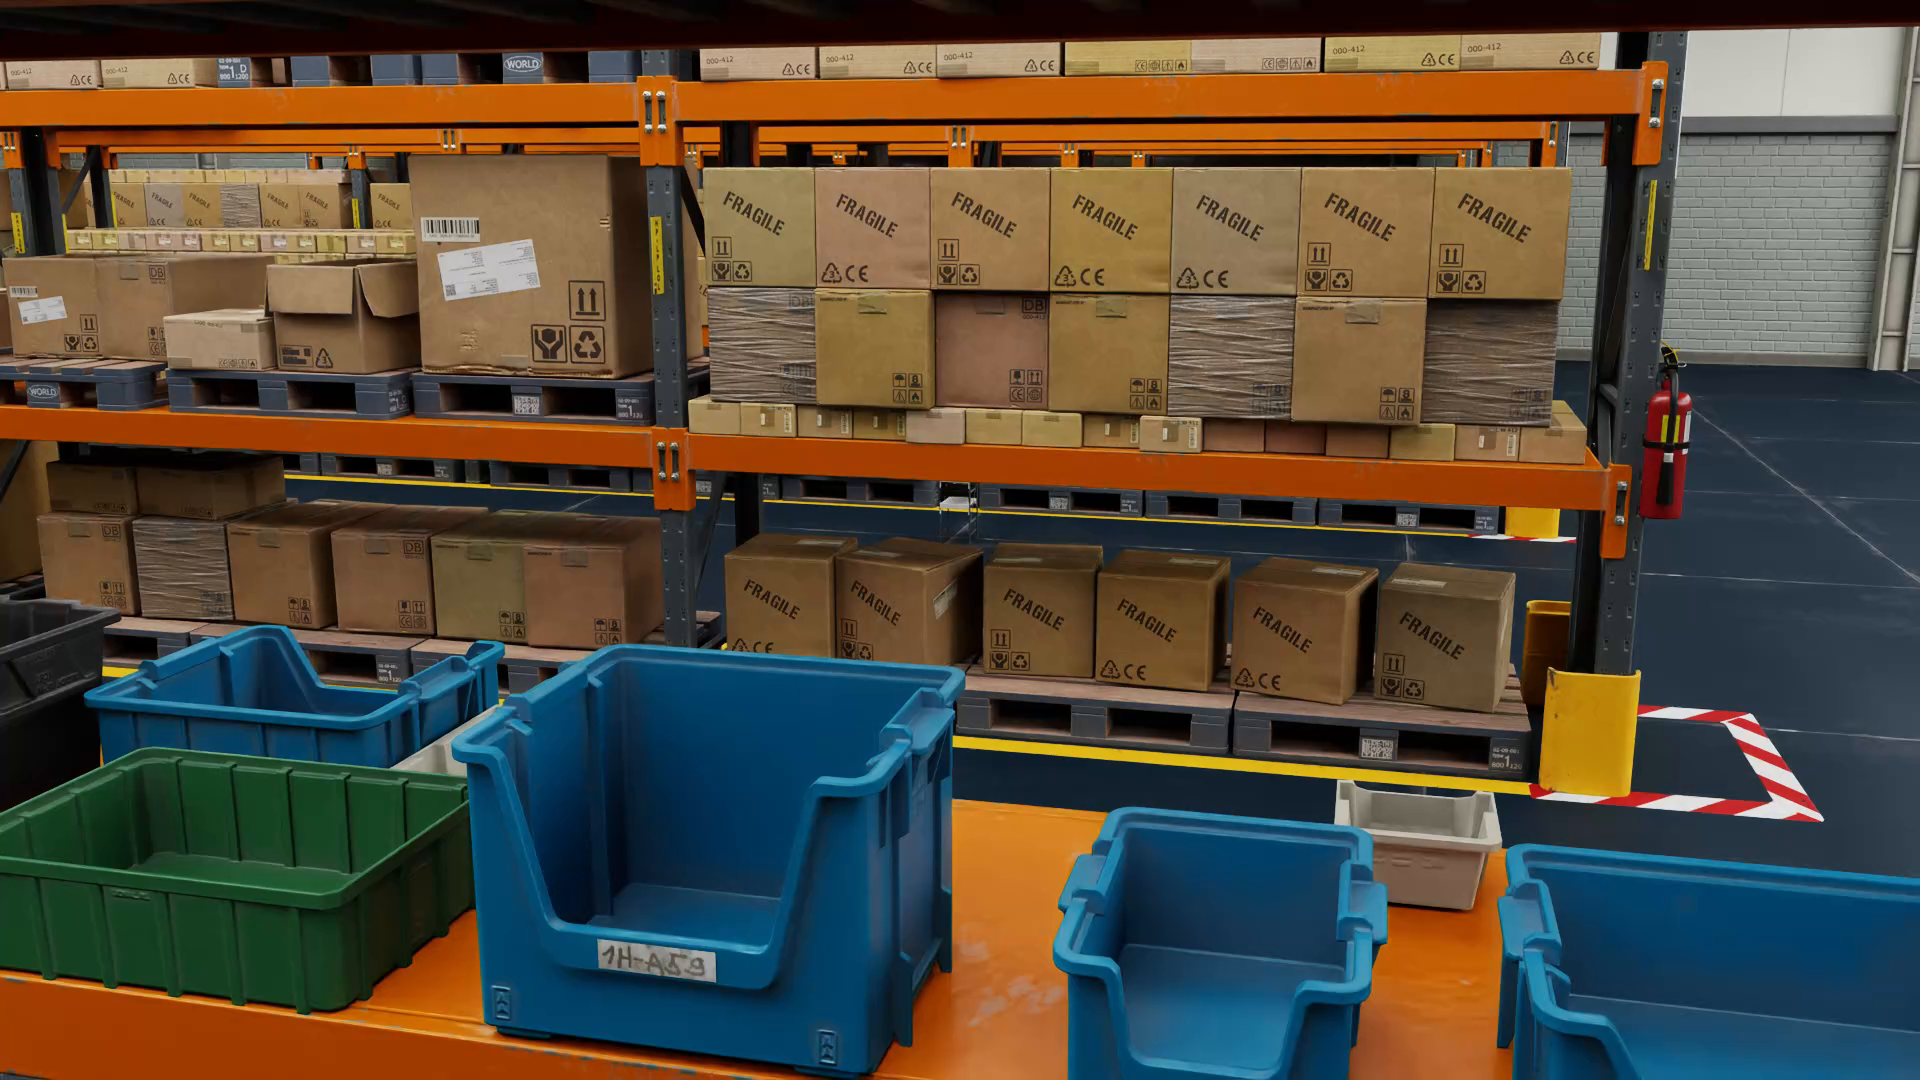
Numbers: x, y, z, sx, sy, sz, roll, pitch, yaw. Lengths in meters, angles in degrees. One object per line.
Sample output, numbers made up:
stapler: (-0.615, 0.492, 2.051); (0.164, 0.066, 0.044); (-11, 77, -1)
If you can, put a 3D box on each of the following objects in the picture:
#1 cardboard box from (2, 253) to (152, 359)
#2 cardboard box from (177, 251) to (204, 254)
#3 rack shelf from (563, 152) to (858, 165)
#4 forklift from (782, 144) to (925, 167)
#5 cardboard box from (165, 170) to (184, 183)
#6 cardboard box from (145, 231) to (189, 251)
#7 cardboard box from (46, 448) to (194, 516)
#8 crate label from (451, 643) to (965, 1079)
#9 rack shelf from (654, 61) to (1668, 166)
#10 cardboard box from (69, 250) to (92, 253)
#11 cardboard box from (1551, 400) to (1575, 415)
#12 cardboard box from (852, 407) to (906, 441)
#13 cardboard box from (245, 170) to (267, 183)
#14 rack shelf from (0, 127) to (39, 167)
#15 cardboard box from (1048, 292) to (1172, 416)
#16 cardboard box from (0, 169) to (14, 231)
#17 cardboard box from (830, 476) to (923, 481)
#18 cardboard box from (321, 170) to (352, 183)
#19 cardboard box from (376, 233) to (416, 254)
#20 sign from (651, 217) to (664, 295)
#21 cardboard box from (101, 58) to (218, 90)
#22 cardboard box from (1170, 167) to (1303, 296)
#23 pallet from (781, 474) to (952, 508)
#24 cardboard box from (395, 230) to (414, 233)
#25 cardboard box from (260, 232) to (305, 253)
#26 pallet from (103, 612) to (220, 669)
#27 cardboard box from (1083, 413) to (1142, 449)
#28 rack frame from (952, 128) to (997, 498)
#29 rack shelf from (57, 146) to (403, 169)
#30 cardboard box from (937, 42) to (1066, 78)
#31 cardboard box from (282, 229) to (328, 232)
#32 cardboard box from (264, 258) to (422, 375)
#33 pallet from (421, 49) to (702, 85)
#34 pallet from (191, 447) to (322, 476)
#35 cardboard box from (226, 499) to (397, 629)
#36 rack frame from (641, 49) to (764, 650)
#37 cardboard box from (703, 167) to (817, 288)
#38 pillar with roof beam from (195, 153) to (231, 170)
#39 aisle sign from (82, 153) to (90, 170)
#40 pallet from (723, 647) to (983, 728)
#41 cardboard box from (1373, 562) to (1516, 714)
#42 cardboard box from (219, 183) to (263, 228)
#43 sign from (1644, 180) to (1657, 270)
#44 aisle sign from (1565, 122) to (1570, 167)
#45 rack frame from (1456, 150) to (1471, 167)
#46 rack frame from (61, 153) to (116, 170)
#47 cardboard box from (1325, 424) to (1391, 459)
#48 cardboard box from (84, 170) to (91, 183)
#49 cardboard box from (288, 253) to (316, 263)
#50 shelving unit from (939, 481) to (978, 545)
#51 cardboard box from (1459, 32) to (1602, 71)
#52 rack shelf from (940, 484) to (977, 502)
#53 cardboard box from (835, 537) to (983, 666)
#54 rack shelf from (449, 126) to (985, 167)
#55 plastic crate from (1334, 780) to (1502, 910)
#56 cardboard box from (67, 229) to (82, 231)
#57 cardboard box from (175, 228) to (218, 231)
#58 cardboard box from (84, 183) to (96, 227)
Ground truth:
cardboard box: (-4.519, -1.214, 8.579); (0.500, 0.500, 0.500); (1, 13, 7)
cardboard box: (-6.102, -2.268, 13.457); (0.250, 0.149, 0.380); (3, 13, 13)
rack shelf: (-3.434, -5.325, 23.044); (4.000, 0.370, 1.077); (3, 13, 14)
forklift: (-0.957, -2.455, 15.531); (1.130, 2.935, 3.031); (3, 13, 14)
cardboard box: (-8.911, -4.185, 19.136); (0.250, 0.149, 0.380); (3, 13, 14)
cardboard box: (-6.366, -2.427, 13.485); (0.250, 0.149, 0.380); (3, 13, 13)
cardboard box: (-4.395, -0.312, 8.738); (0.500, 0.250, 0.500); (4, 13, 16)
crate label: (-0.324, 0.421, 2.329); (0.616, 0.435, 0.502); (3, 13, 14)
rack shelf: (0.773, -1.782, 7.074); (4.000, 0.370, 1.077); (3, 13, 14)
cardboard box: (-7.125, -2.322, 13.700); (0.250, 0.149, 0.380); (3, 13, 12)
cardboard box: (2.495, -0.507, 7.173); (0.250, 0.149, 0.380); (3, 13, 14)
cardboard box: (-0.298, -0.541, 7.328); (0.250, 0.149, 0.380); (3, 13, 14)
cardboard box: (-7.908, -4.140, 18.933); (0.250, 0.149, 0.380); (3, 13, 13)
rack shelf: (-6.994, -2.197, 8.945); (4.000, 0.370, 1.077); (3, 13, 14)
cardboard box: (0.715, -0.857, 7.254); (0.500, 0.500, 0.875); (3, 13, 14)
cardboard box: (-8.171, -2.875, 14.040); (0.500, 0.500, 0.500); (3, 13, 12)
cardboard box: (-0.507, -0.930, 12.724); (0.750, 0.750, 1.050); (3, 13, 13)
cardboard box: (-6.937, -4.074, 18.634); (0.250, 0.149, 0.380); (3, 13, 12)
cardboard box: (-4.352, -2.319, 12.999); (0.250, 0.149, 0.380); (3, 13, 11)
sign: (-1.299, -1.220, 7.136); (0.005, 0.325, 0.100); (3, 13, 14)
cardboard box: (-3.658, -2.242, 7.833); (0.500, 0.250, 0.500); (3, 13, 15)
cardboard box: (1.150, -1.274, 6.827); (0.500, 0.500, 0.500); (3, 13, 14)
pallet: (-0.650, -0.473, 12.877); (1.213, 0.211, 1.003); (3, 13, 14)
cardboard box: (-4.430, -2.468, 13.671); (0.250, 0.149, 0.380); (3, 13, 12)
cardboard box: (-5.342, -2.373, 13.242); (0.250, 0.149, 0.380); (3, 13, 14)
pallet: (-4.294, 0.423, 8.842); (1.213, 0.211, 1.003); (3, 13, 14)
cardboard box: (0.681, -0.497, 7.127); (0.250, 0.149, 0.380); (3, 13, 14)
rack frame: (0.117, -1.810, 12.466); (0.127, 3.000, 1.000); (3, 13, 14)
rack shelf: (-8.503, -4.488, 19.274); (4.000, 0.370, 1.077); (3, 13, 14)
cardboard box: (0.201, -2.032, 6.887); (0.500, 0.250, 0.500); (3, 13, 11)
cardboard box: (-5.445, -2.523, 13.917); (0.250, 0.149, 0.380); (3, 13, 15)
cardboard box: (-2.874, -1.098, 8.050); (0.637, 0.503, 0.797); (4, 13, 19)
pallet: (-1.743, -2.199, 7.729); (1.003, 0.211, 1.213); (3, 13, 14)
pallet: (-5.705, -0.761, 14.175); (1.213, 0.211, 1.003); (3, 13, 14)
cardboard box: (-3.304, 0.110, 8.566); (0.500, 0.500, 0.700); (4, 13, 18)
rack frame: (-1.169, -0.772, 7.789); (0.127, 3.000, 1.000); (3, 13, 14)
cardboard box: (-0.793, -1.377, 7.291); (0.500, 0.500, 0.500); (3, 13, 14)
pillar with roof beam: (-12.693, -6.876, 21.449); (0.400, 9.000, 9.100); (3, 13, 14)
aisle sign: (-10.441, -4.817, 20.017); (0.004, 0.787, 0.394); (3, 13, 14)
pallet: (-0.509, 0.617, 7.967); (1.213, 0.211, 1.003); (3, 13, 14)
cardboard box: (2.112, 0.415, 7.240); (0.500, 0.500, 0.500); (6, 14, 24)
cardboard box: (-8.073, -3.827, 19.019); (0.500, 0.500, 0.500); (3, 13, 14)
sign: (2.562, -1.168, 6.172); (0.005, 0.325, 0.100); (3, 13, 14)
aisle sign: (3.998, -2.805, 10.948); (0.004, 0.787, 0.394); (3, 13, 14)
rack frame: (6.274, -3.692, 20.951); (0.127, 3.000, 1.000); (3, 13, 14)
rack frame: (-10.445, -3.479, 19.988); (0.127, 3.000, 1.000); (3, 13, 14)
cardboard box: (1.652, -0.445, 6.893); (0.250, 0.149, 0.380); (3, 13, 14)
cardboard box: (-10.167, -4.256, 19.454); (0.250, 0.149, 0.380); (3, 13, 15)
cardboard box: (-5.113, -2.215, 13.214); (0.250, 0.149, 0.380); (3, 13, 14)
shelving unit: (-0.008, -0.440, 11.138); (0.210, 0.900, 0.258); (3, 13, 14)
cardboard box: (2.185, -1.927, 6.416); (0.500, 0.250, 0.500); (3, 13, 15)
rack shelf: (-0.008, -0.319, 11.165); (0.200, 0.077, 0.258); (3, 13, 14)
cardboard box: (-0.232, 0.300, 7.756); (0.500, 0.500, 0.500); (8, 15, 31)
rack shelf: (-1.824, -3.027, 12.687); (4.000, 0.370, 1.077); (3, 13, 14)
plastic crate: (0.736, 0.492, 2.701); (0.250, 0.136, 0.298); (3, 13, 14)
cardboard box: (-7.377, -2.481, 13.727); (0.250, 0.149, 0.380); (4, 13, 16)
cardboard box: (-6.447, -2.577, 14.160); (0.250, 0.149, 0.380); (3, 13, 13)
cardboard box: (-10.047, -3.931, 19.487); (0.500, 0.500, 0.500); (3, 13, 12)
